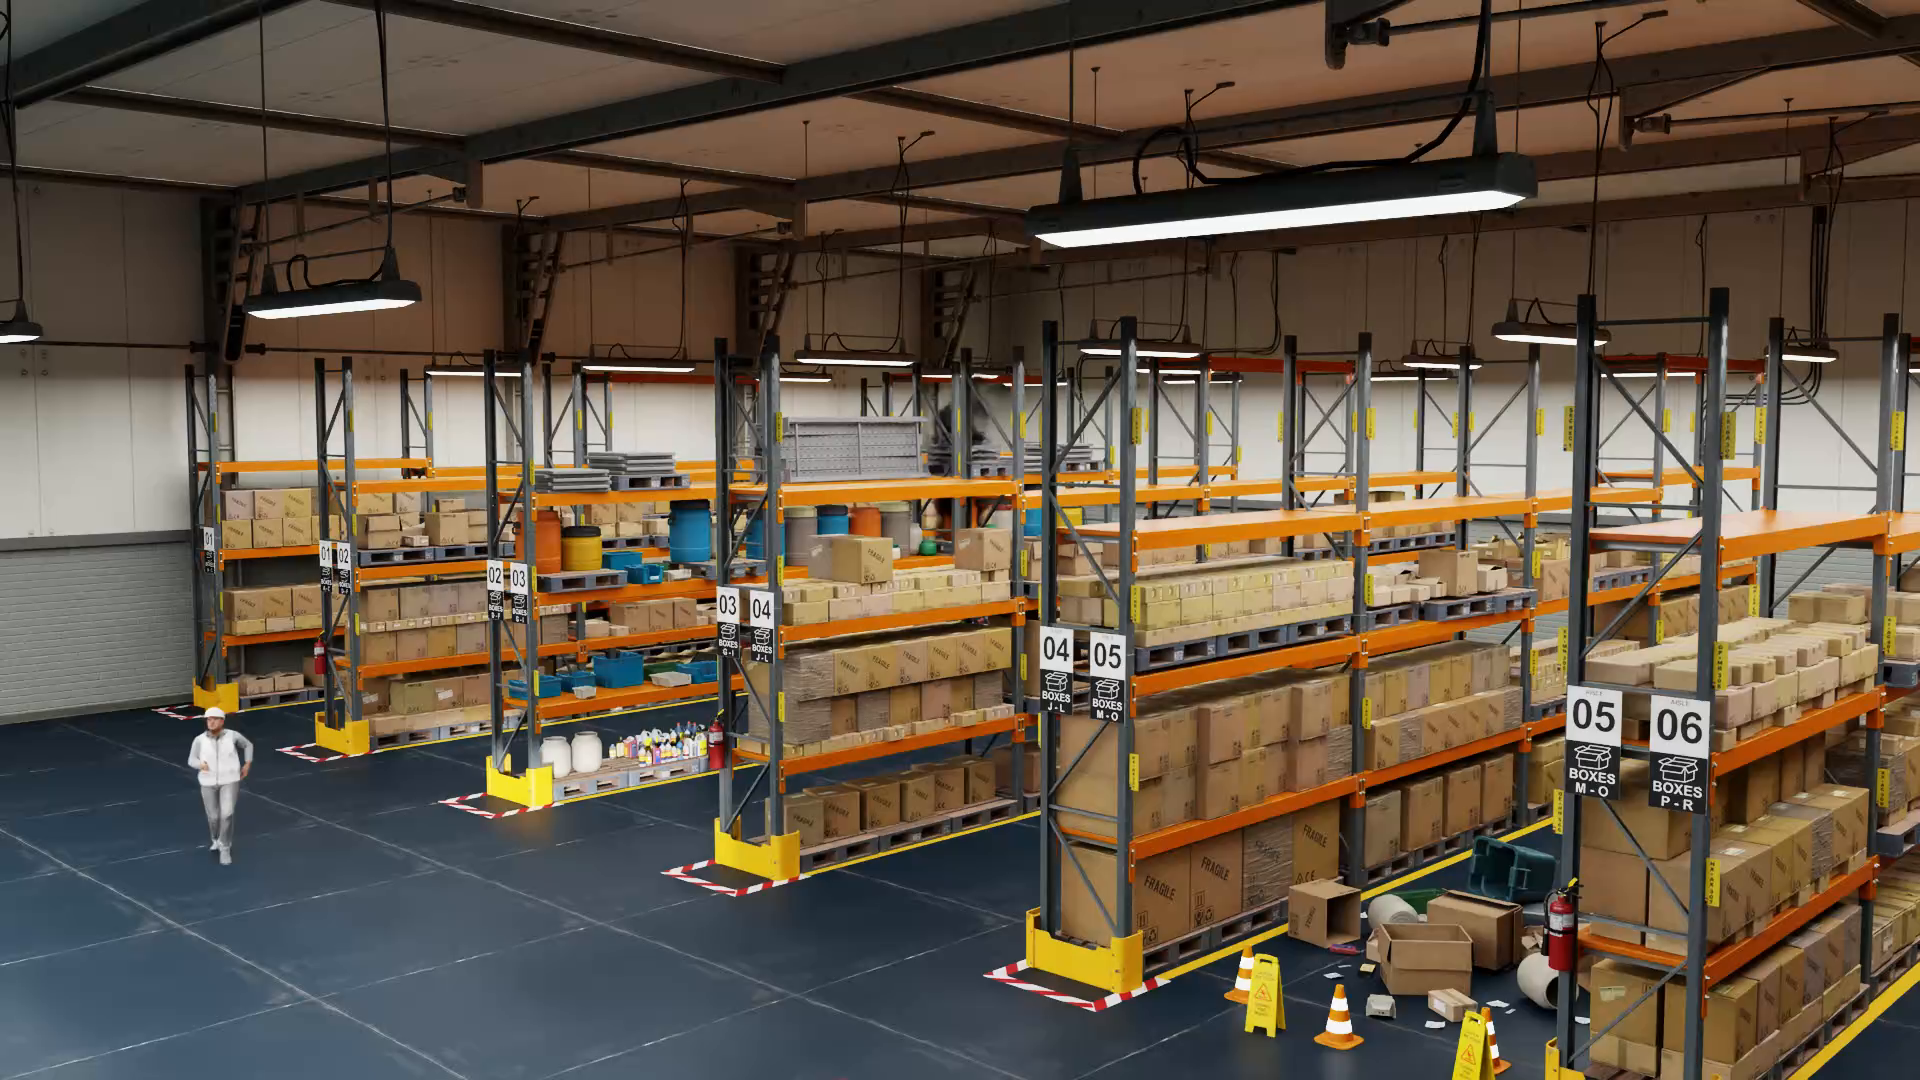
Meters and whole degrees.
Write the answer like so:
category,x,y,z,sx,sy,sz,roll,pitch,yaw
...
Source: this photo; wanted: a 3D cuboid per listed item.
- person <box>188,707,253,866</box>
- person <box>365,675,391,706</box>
category,x,y,z,sx,sy,sz,roll,pitch,yaw
person,-8.568,2.830,19.258,0.659,1.809,0.755,-1,5,-15
person,-9.768,2.172,27.723,0.716,1.743,0.630,4,6,40
